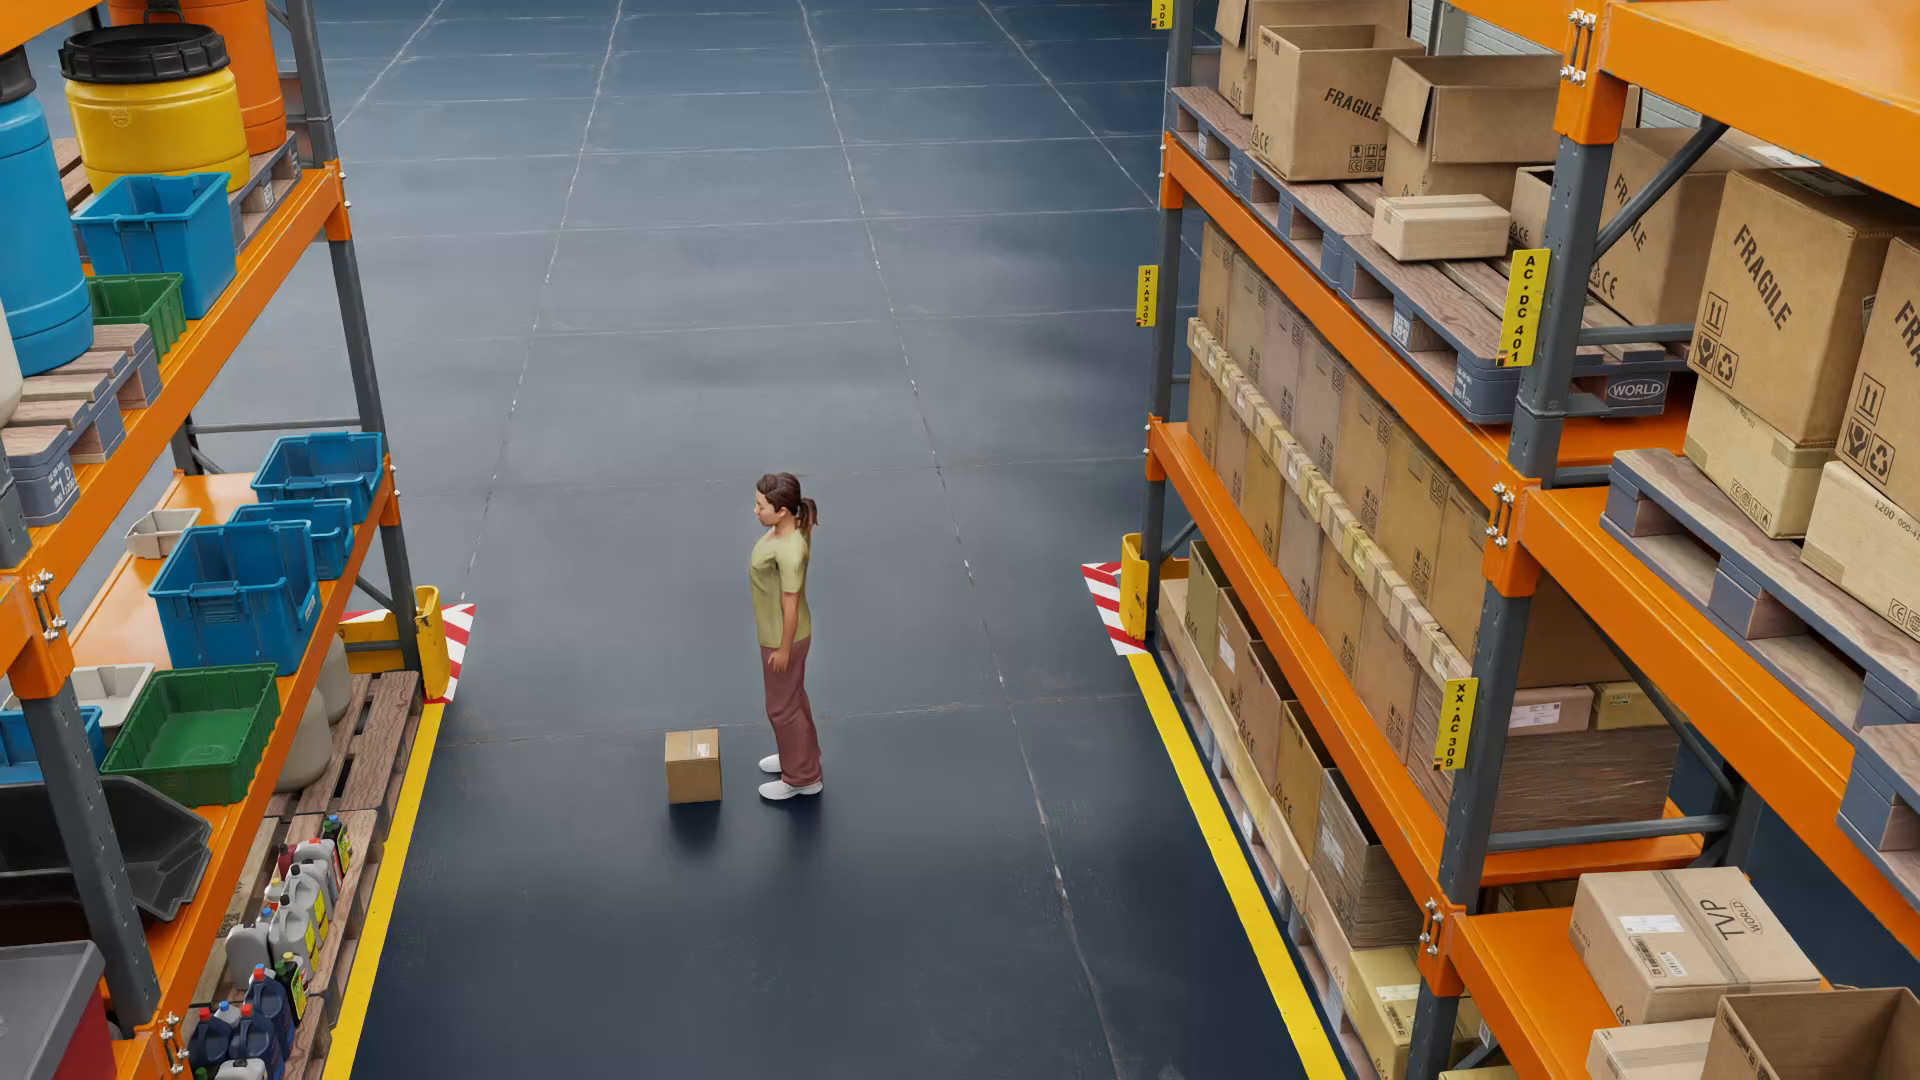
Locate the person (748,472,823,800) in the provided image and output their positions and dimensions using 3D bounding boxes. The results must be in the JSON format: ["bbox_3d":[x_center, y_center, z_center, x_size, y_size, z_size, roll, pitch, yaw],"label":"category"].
[{"bbox_3d":[-0.806,0.445,7.769,0.358,1.678,0.442,-3,27,-6],"label":"person"}]
